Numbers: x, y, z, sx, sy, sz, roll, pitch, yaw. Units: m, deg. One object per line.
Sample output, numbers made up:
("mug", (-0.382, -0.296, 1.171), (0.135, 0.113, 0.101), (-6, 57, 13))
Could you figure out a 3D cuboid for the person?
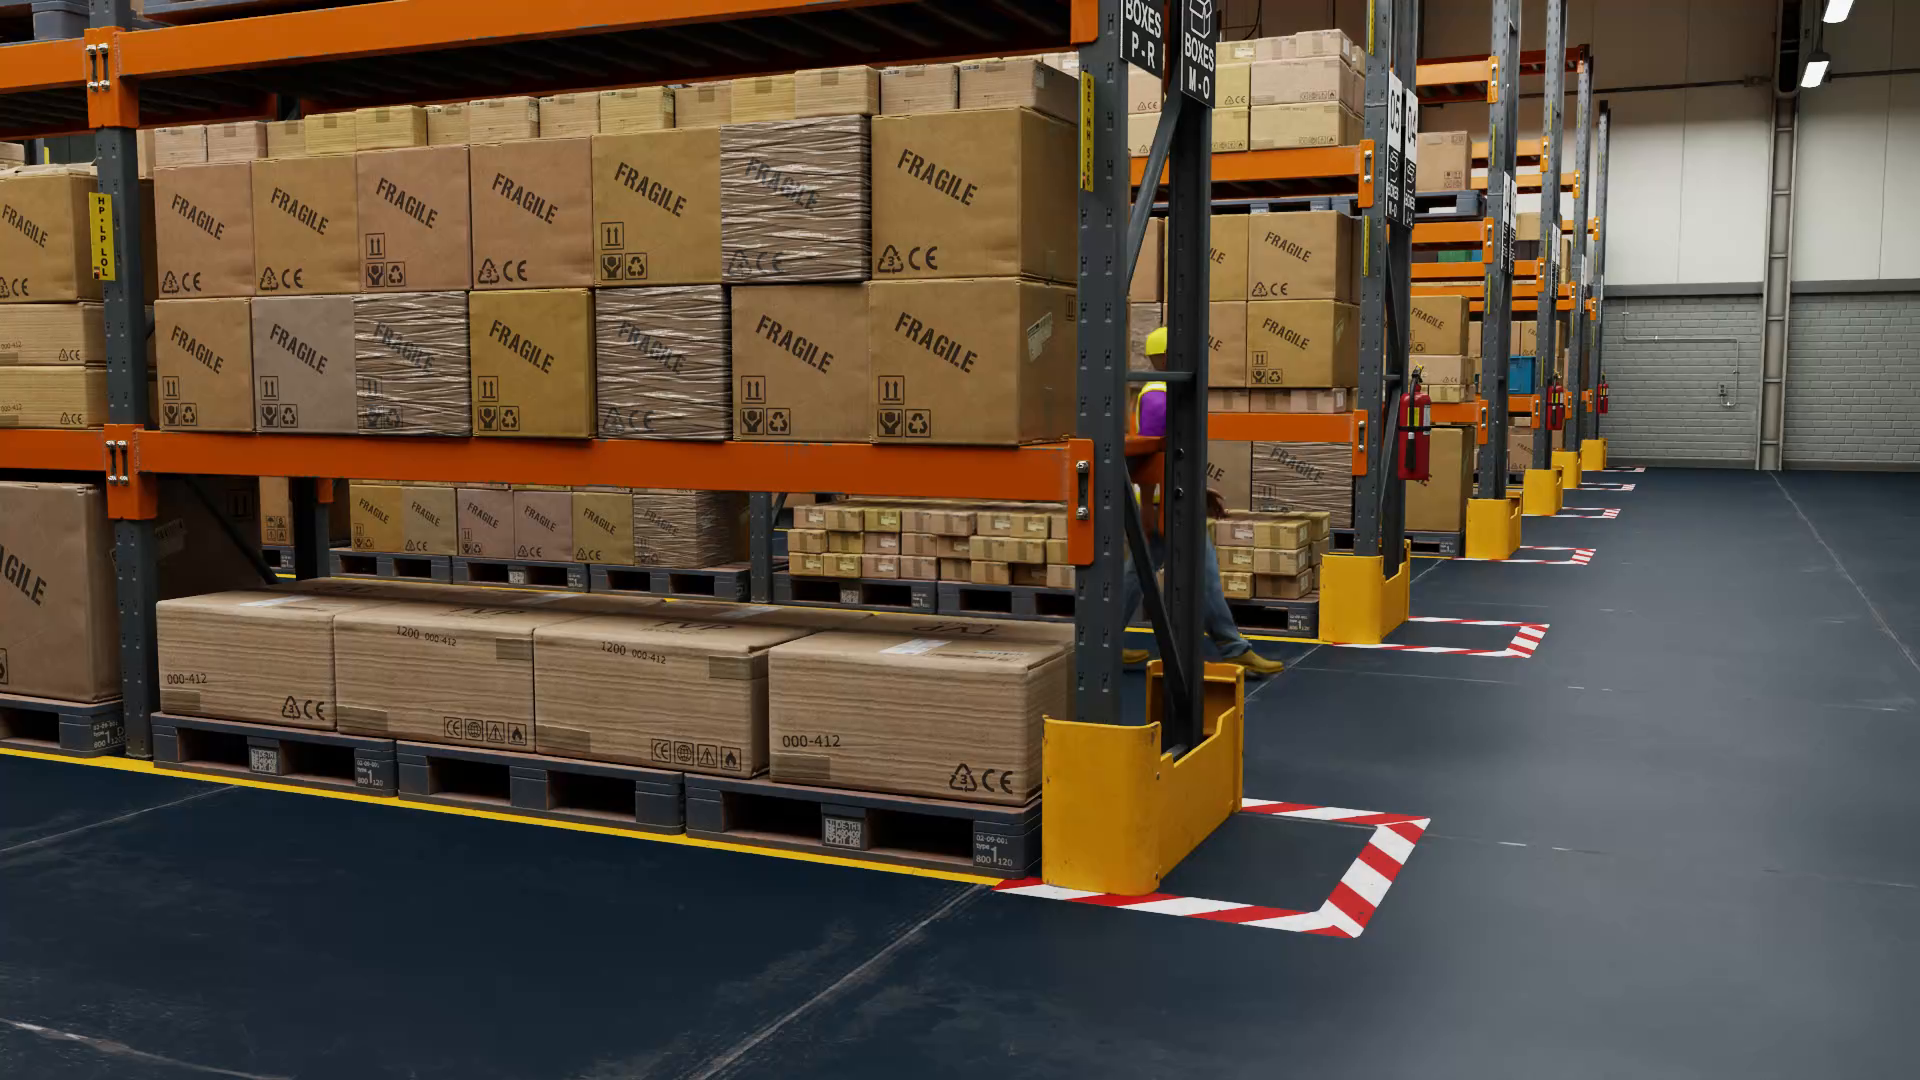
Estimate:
("person", (1.145, -0.211, 8.415), (0.980, 1.722, 0.583), (0, 6, 4))
